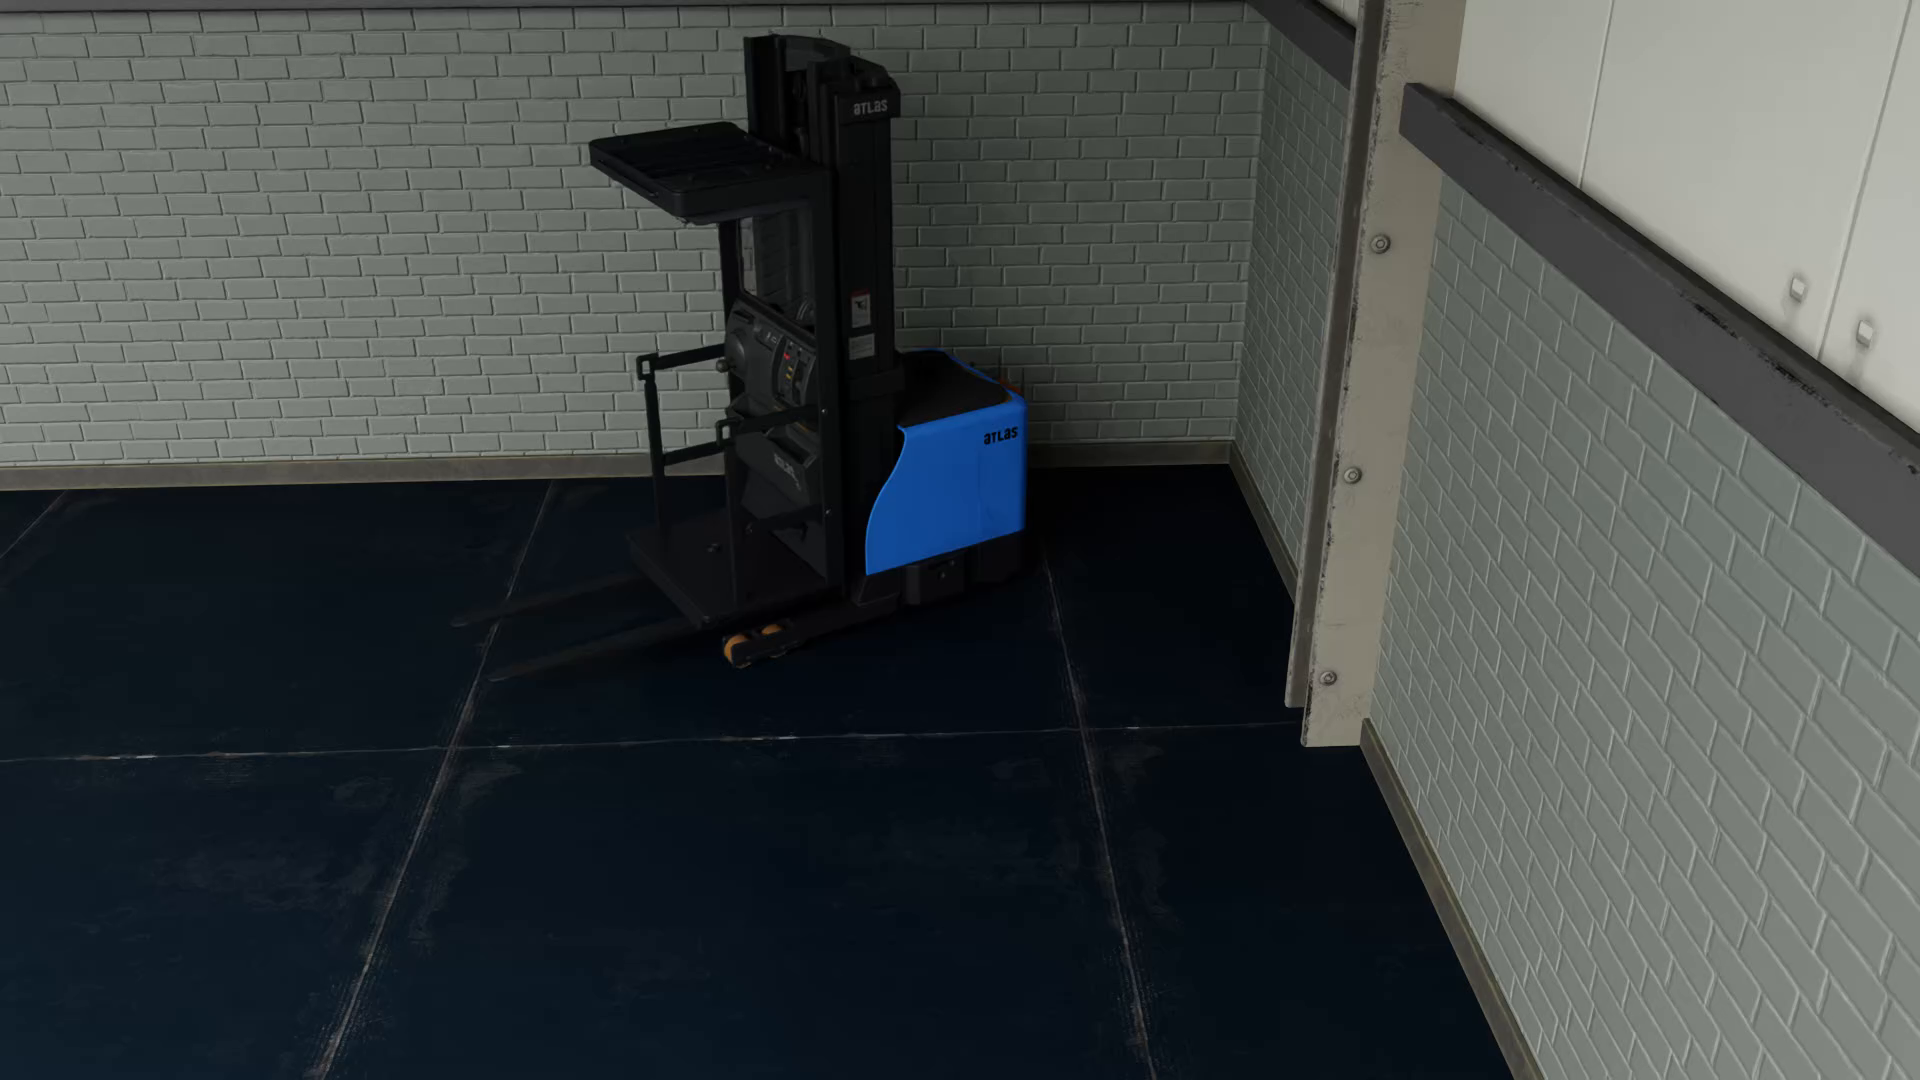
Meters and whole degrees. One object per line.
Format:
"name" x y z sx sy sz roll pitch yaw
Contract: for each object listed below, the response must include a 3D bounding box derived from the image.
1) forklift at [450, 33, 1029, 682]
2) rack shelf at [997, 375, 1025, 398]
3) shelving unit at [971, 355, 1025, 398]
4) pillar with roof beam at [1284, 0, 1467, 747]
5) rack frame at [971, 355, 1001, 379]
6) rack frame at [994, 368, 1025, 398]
"forklift" -1.141 -0.926 8.357 3.031 2.935 1.130 -16 32 -28
"rack shelf" 0.212 -0.763 9.486 0.215 0.259 0.240 -16 32 -28
"shelving unit" 0.212 -0.520 9.612 0.215 1.050 0.252 -16 32 -28
"pillar with roof beam" -2.532 -3.003 5.776 9.100 9.000 0.400 -1 28 -3
"rack frame" 0.148 -0.568 9.704 0.200 1.050 0.008 -16 32 -28
"rack frame" 0.277 -0.472 9.521 0.200 1.050 0.008 -16 32 -28
